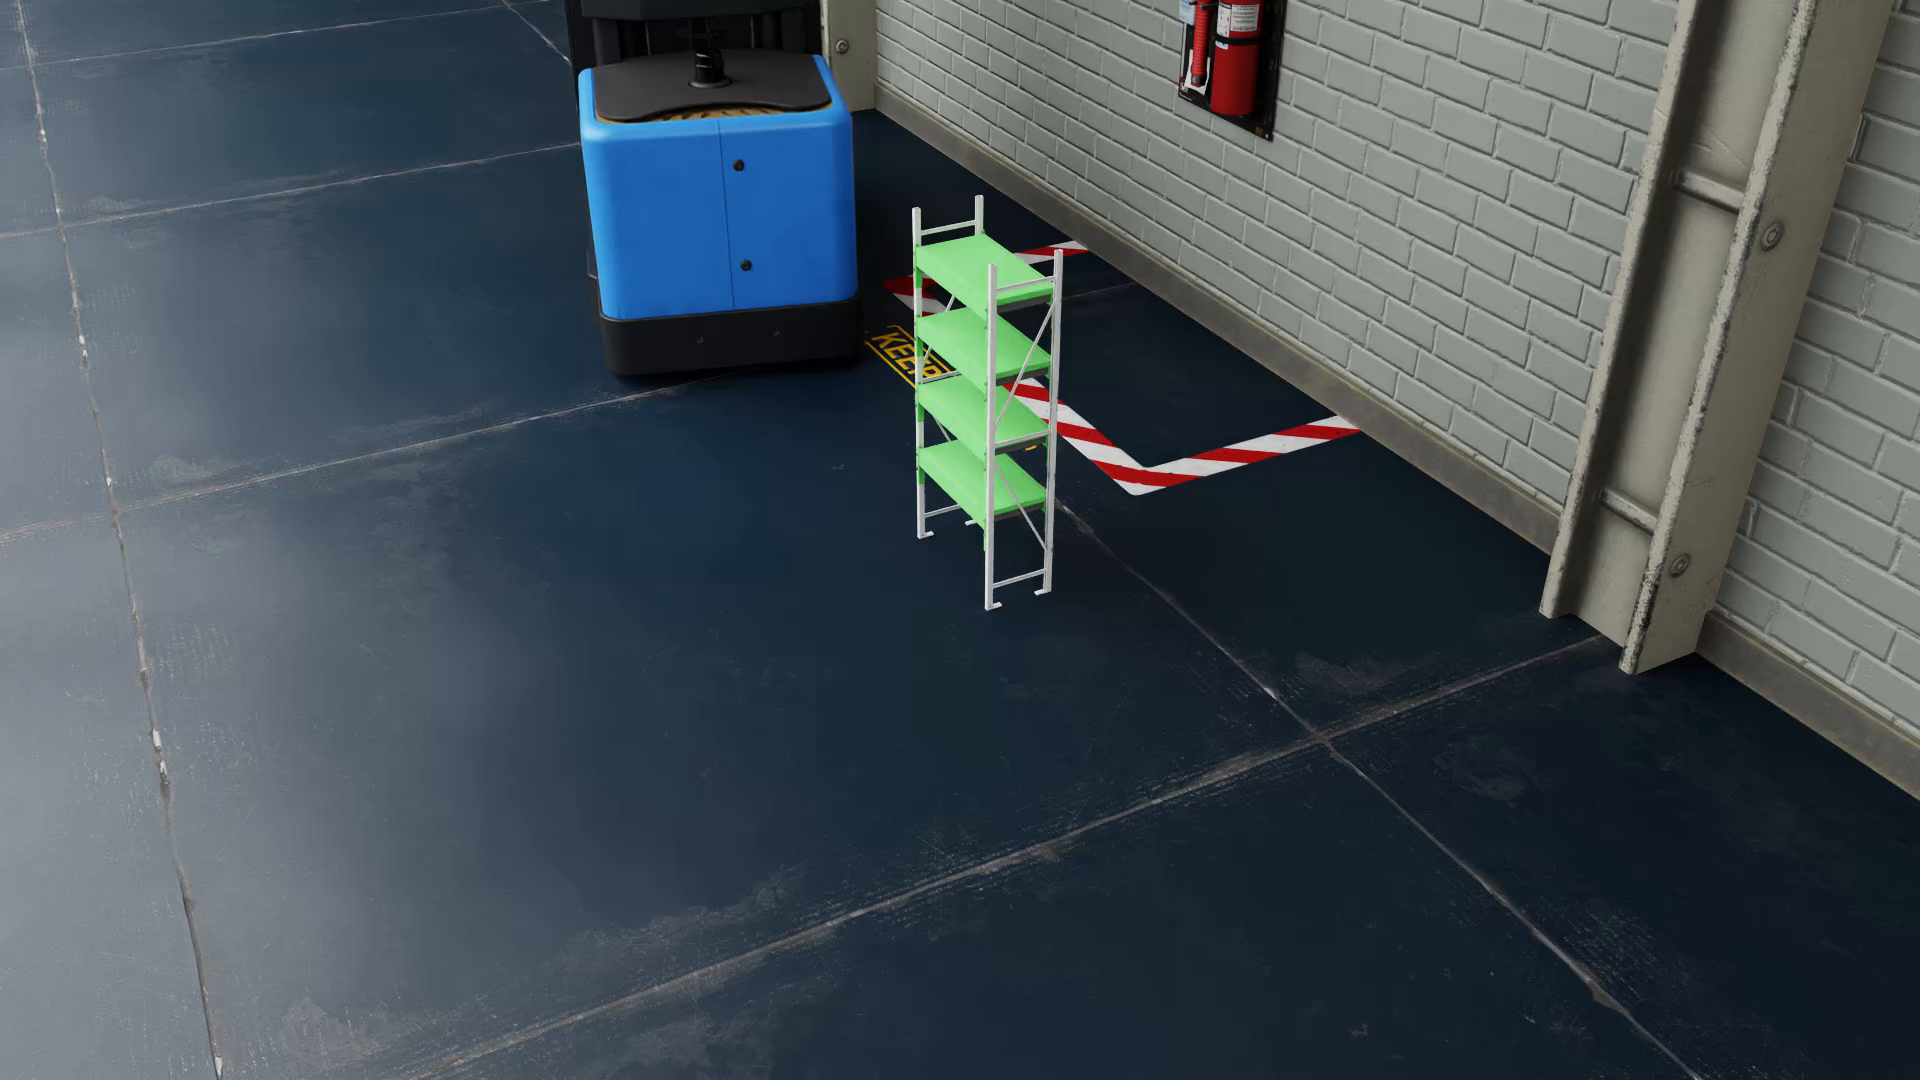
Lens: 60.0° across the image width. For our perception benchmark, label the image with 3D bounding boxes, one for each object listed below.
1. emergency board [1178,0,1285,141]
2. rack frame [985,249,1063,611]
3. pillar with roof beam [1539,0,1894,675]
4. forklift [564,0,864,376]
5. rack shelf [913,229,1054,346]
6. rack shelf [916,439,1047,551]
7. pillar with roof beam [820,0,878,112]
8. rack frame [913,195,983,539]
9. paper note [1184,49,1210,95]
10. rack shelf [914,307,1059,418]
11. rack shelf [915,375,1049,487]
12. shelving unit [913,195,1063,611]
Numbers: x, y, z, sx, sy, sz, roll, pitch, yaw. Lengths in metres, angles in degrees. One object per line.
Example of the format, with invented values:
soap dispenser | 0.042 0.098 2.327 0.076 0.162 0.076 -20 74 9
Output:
emergency board | 0.984 -2.169 6.354 0.194 1.169 0.643 -16 36 -23
rack frame | 0.191 -0.310 5.121 0.240 1.200 0.015 -16 36 -23
pillar with roof beam | -1.706 -2.423 1.190 9.100 9.000 0.400 -16 36 -23
forklift | -1.198 -2.676 7.210 1.130 2.935 3.031 -6 33 -10
rack shelf | 0.077 -0.777 5.079 0.258 0.148 0.480 -16 36 -23
rack shelf | 0.077 -0.170 5.467 0.258 0.148 0.480 -16 36 -23
pillar with roof beam | -4.503 -5.286 5.659 9.100 9.000 0.400 -16 36 -23
rack frame | -0.037 -0.543 5.485 0.240 1.200 0.015 -16 36 -23
paper note | 0.963 -1.899 6.751 0.016 0.148 0.142 -16 36 -23
rack shelf | 0.077 -0.574 5.208 0.258 0.148 0.480 -16 36 -23
rack shelf | 0.077 -0.372 5.337 0.258 0.148 0.480 -16 36 -23
shelving unit | 0.077 -0.426 5.303 0.258 1.200 0.503 -16 36 -23
